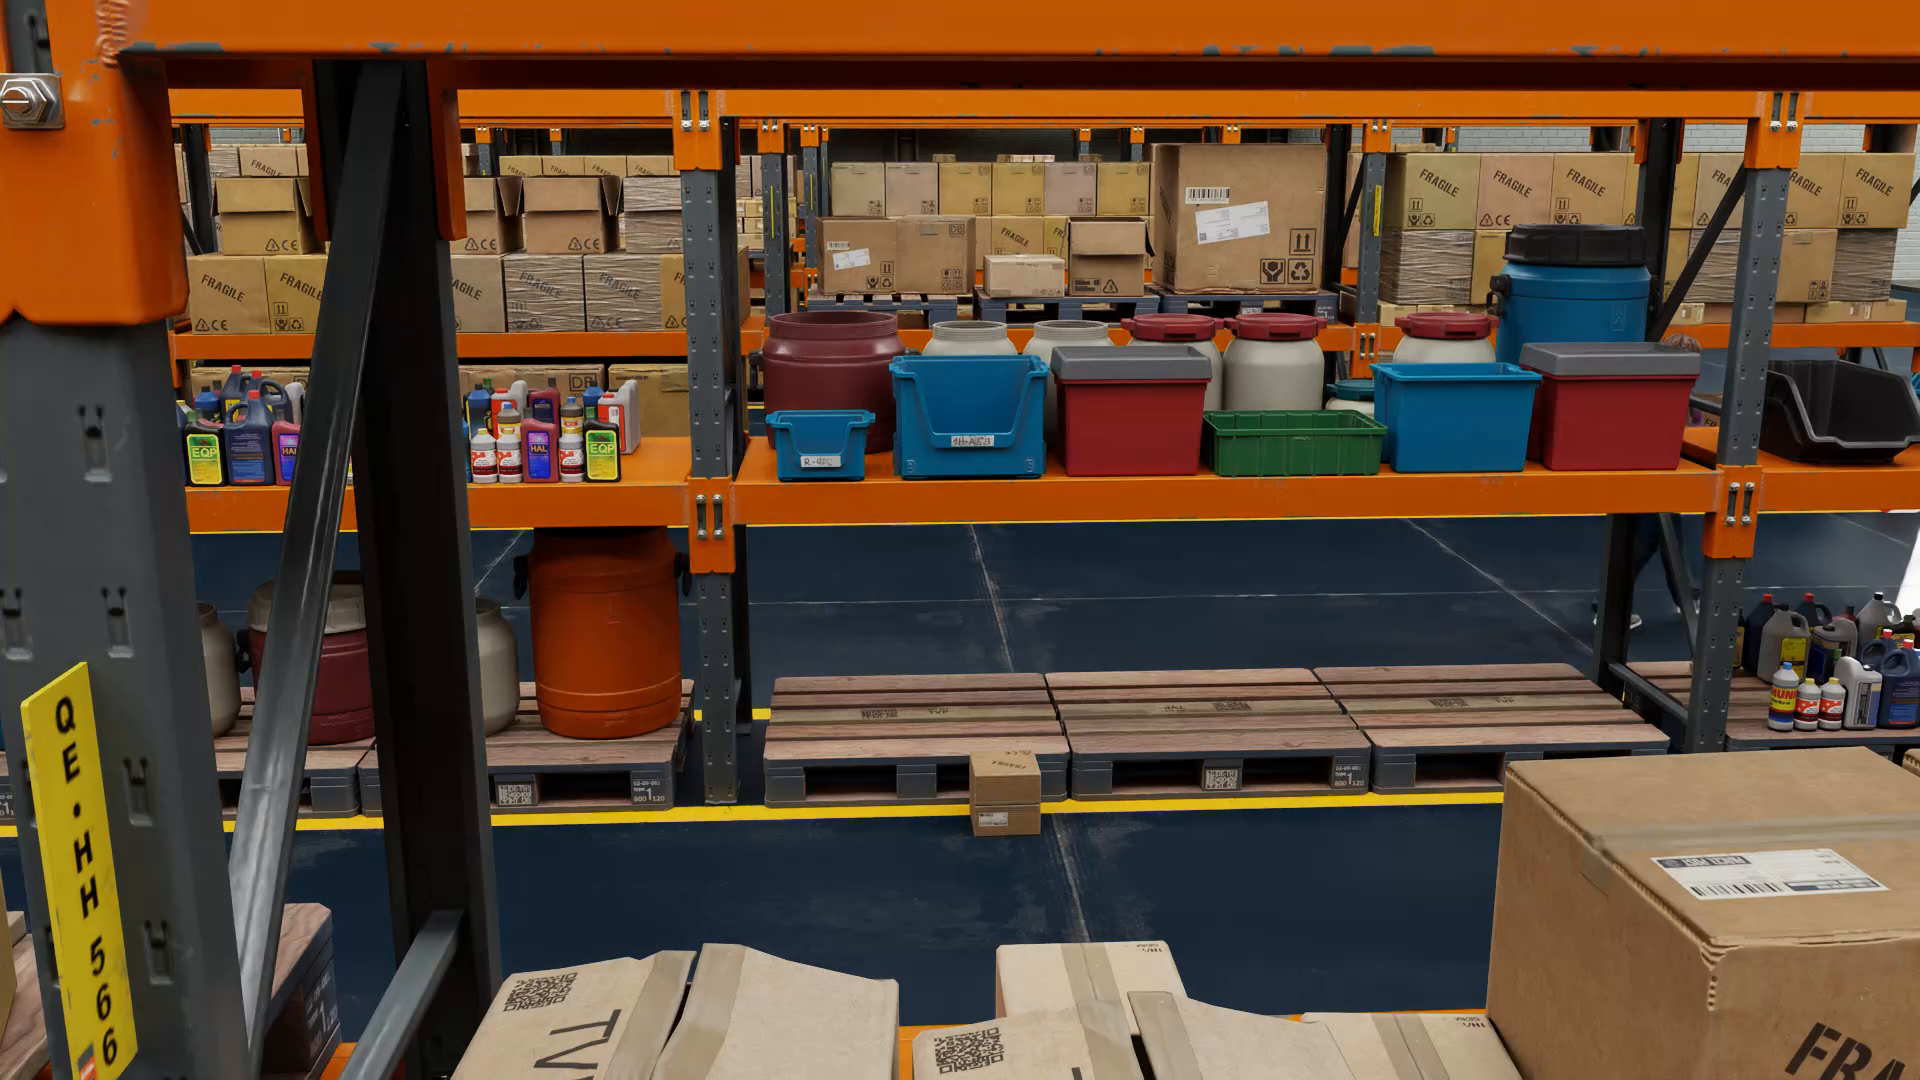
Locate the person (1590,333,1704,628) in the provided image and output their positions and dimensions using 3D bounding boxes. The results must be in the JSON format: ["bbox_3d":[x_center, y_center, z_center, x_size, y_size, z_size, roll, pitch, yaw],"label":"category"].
[{"bbox_3d":[3.755,-0.302,8.706,0.812,1.562,0.456,0,14,-2],"label":"person"}]
